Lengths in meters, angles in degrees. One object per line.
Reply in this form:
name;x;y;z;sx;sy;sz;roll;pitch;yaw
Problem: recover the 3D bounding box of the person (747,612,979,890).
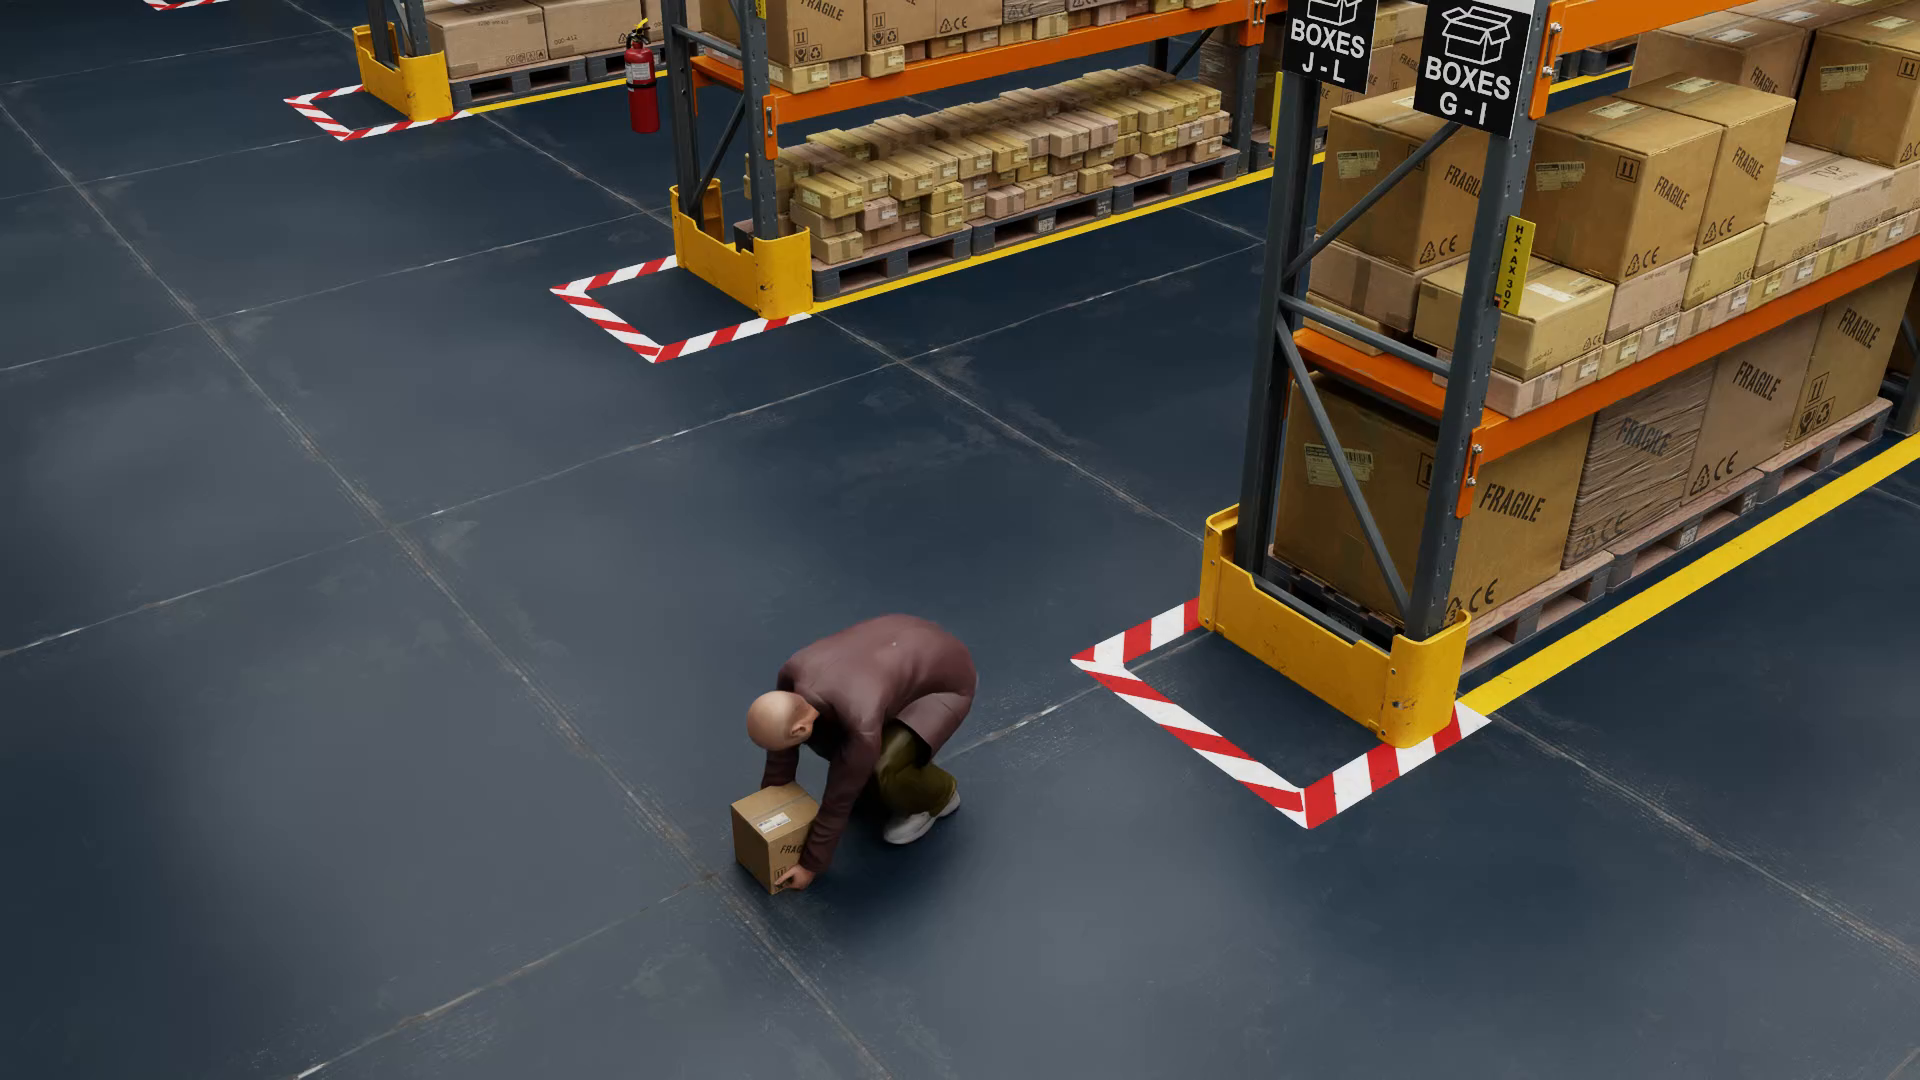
person;-0.352;0.712;5.952;0.949;0.814;0.575;-23;39;-33
